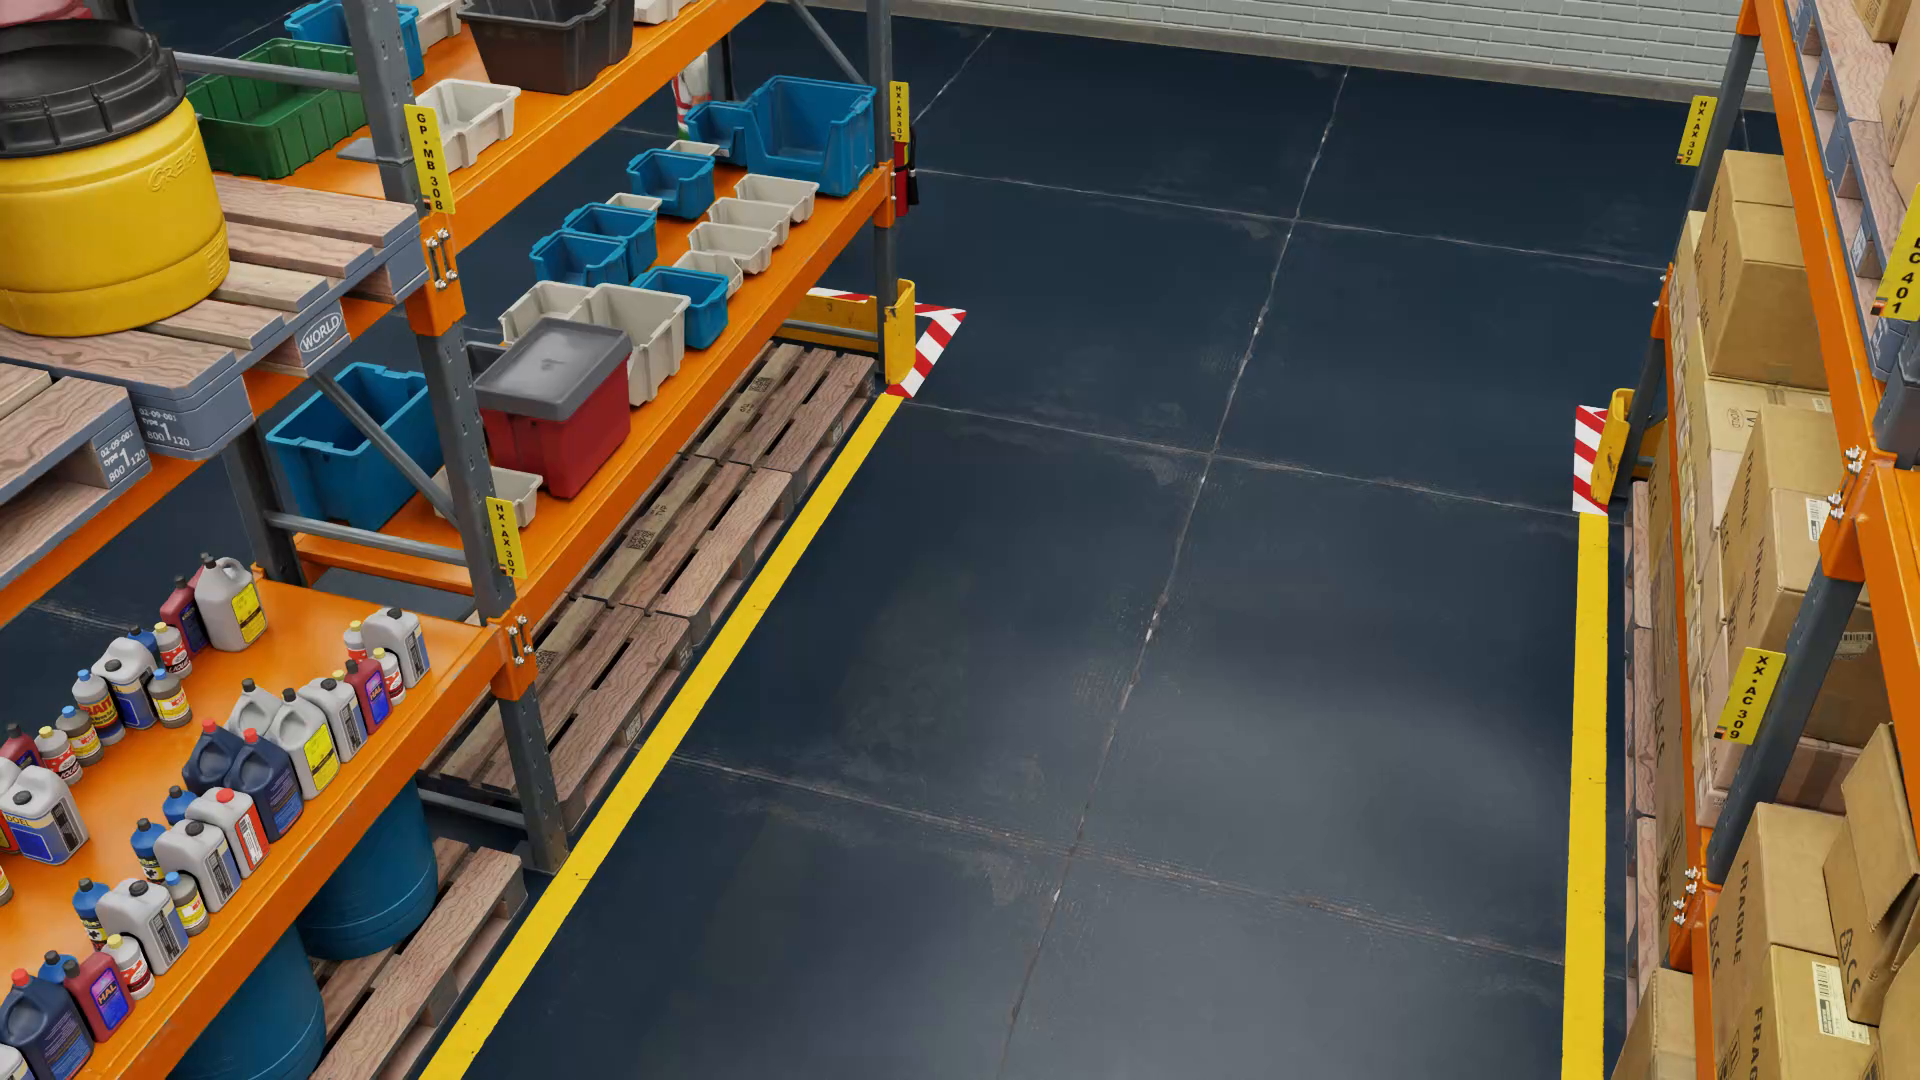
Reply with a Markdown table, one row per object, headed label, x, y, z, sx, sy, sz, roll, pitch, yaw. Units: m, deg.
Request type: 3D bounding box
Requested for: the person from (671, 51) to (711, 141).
| label | x | y | z | sx | sy | sz | roll | pitch | yaw |
| --- | --- | --- | --- | --- | --- | --- | --- | --- | --- |
| person | -1.555 | -2.588 | 10.340 | 0.791 | 1.755 | 0.561 | 6 | 37 | 8 |
